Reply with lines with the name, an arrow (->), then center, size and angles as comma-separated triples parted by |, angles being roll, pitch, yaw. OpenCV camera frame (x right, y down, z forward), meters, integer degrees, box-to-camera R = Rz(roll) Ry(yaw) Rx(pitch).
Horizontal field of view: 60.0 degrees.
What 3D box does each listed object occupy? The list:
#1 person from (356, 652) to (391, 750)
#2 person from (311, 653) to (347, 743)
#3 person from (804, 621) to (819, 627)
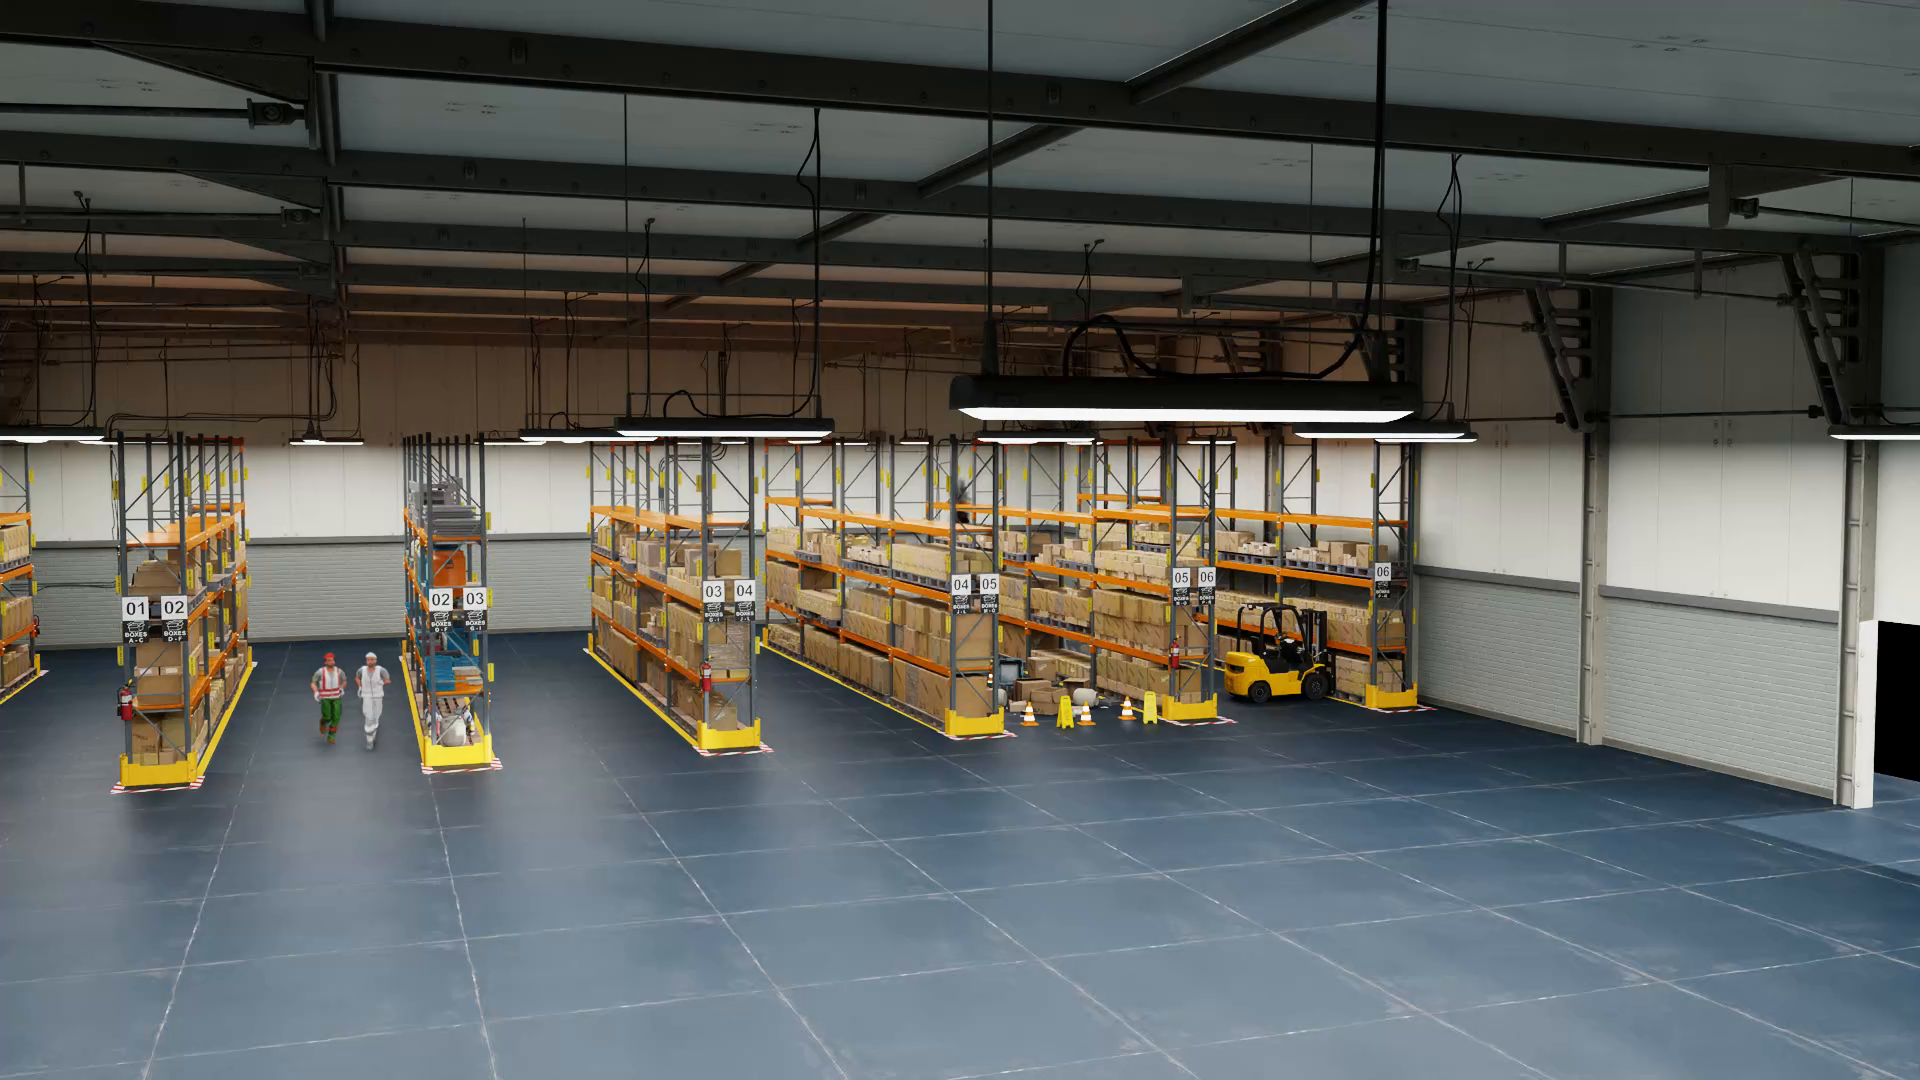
person -> -11.253, 3.068, 31.916 | 0.618, 1.851, 0.798 | -1, 3, -22
person -> -12.226, 3.068, 32.297 | 0.656, 1.743, 0.603 | -2, 4, -35
person -> -4.462, 2.065, 50.040 | 0.902, 1.798, 0.675 | -1, 3, -15
